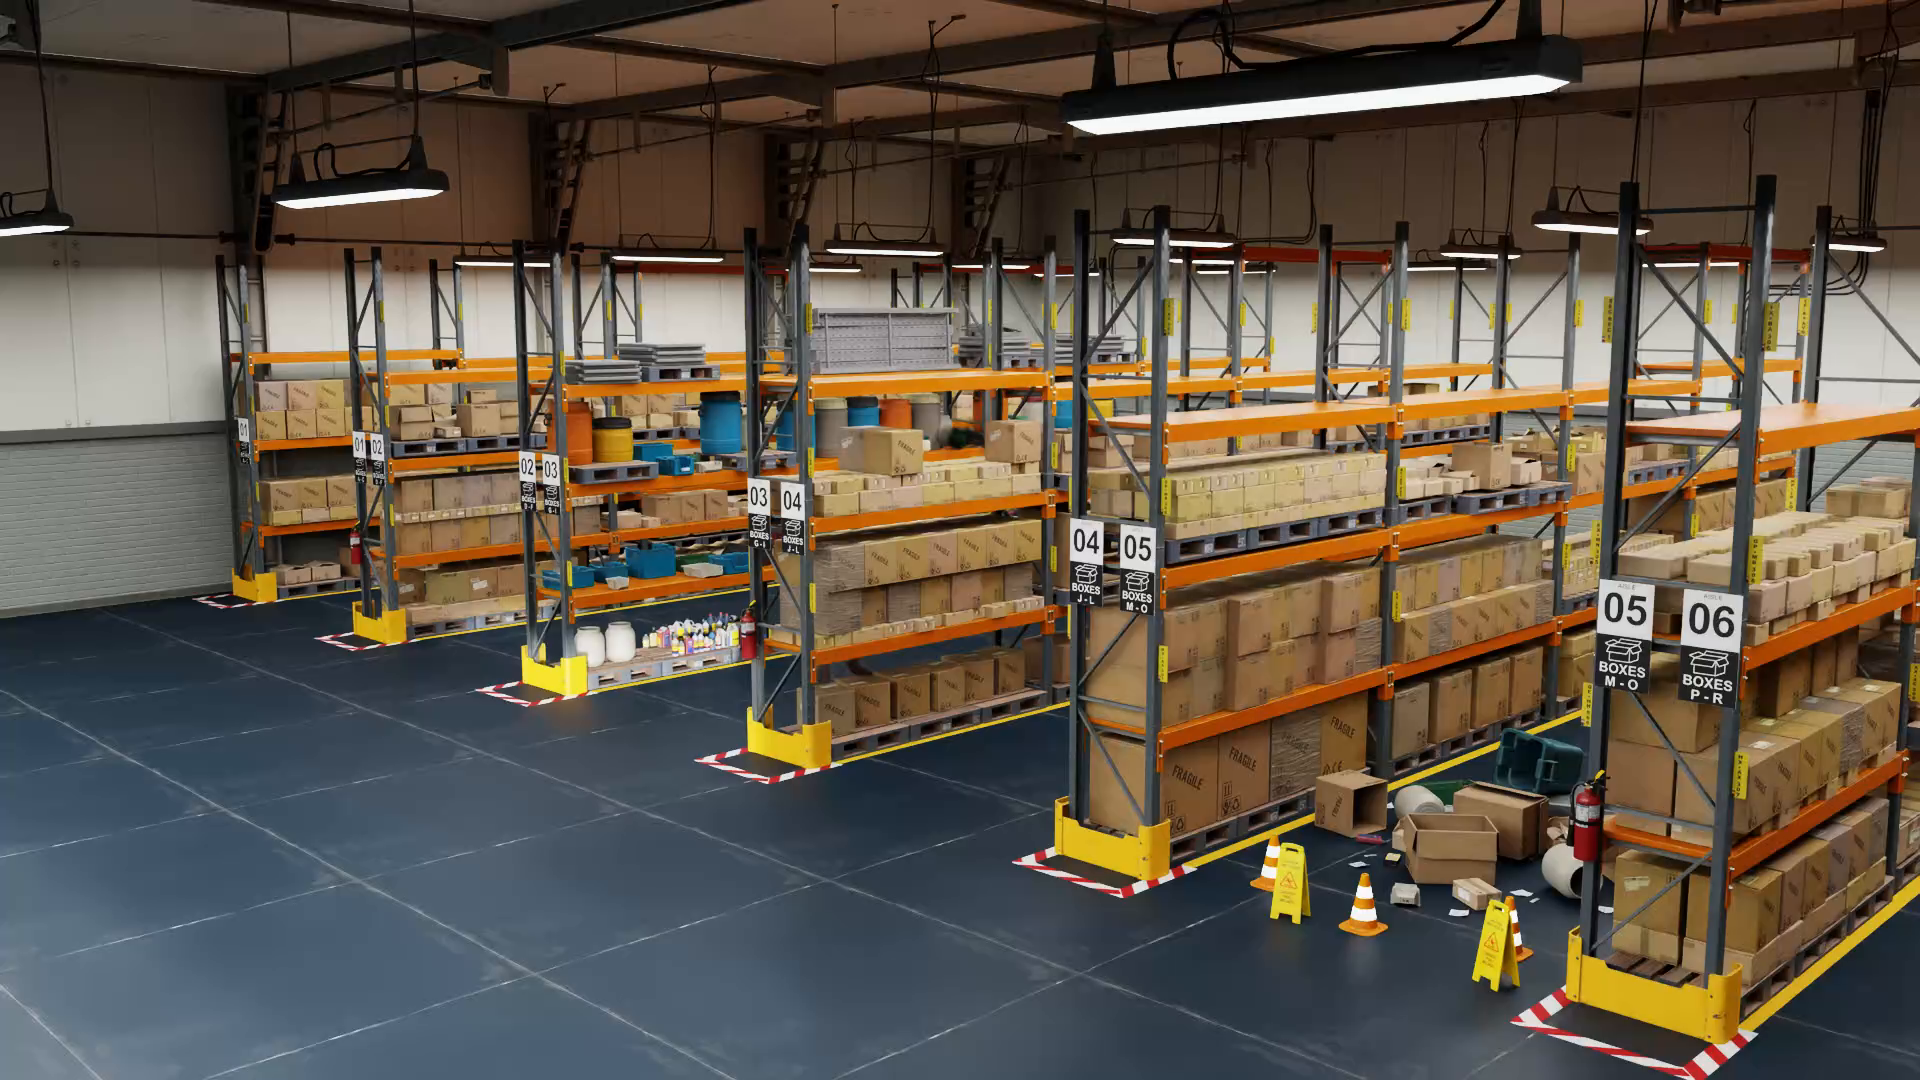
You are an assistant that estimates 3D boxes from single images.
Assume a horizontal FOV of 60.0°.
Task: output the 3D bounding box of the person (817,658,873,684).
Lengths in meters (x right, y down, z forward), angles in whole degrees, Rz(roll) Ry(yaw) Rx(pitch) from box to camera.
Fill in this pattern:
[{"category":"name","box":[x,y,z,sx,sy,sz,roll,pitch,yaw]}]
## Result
[{"category":"person","box":[-1.515,1.327,21.611,1.064,1.550,0.673,-5,9,-30]}]
